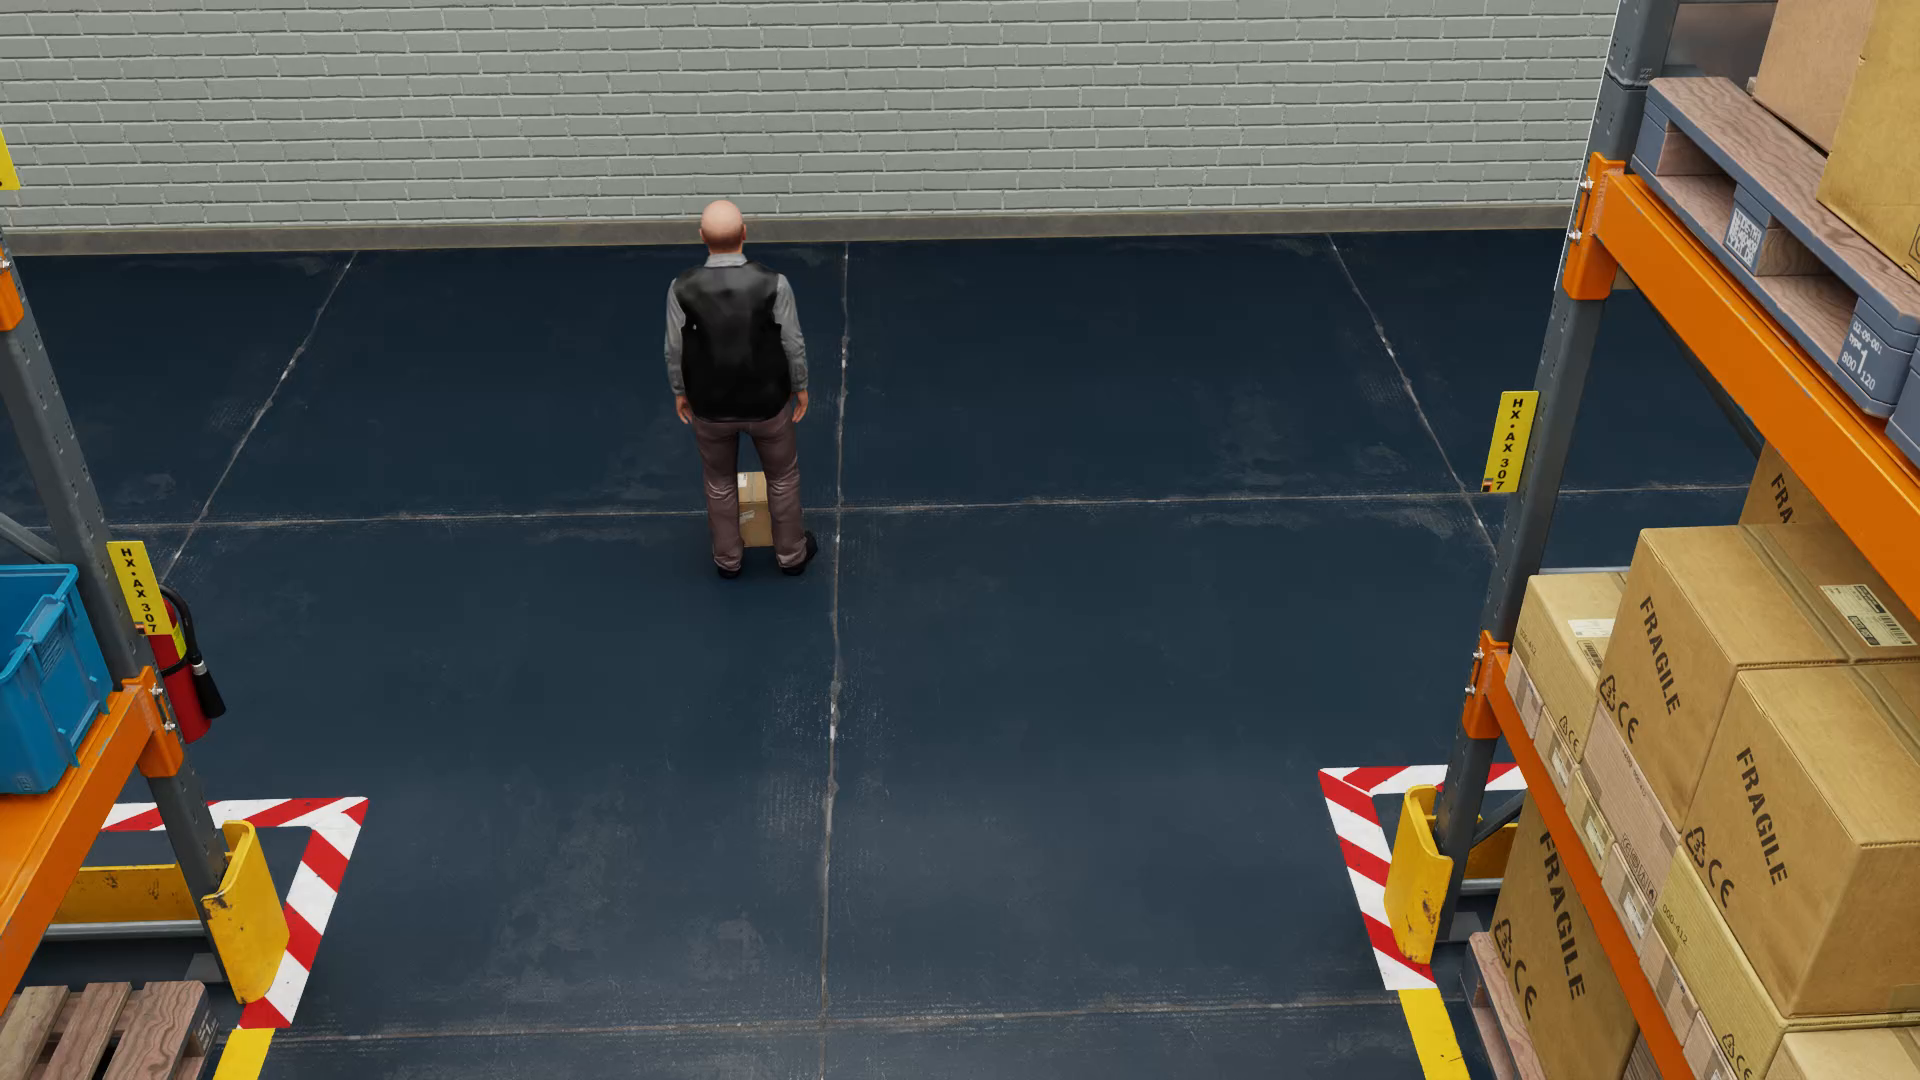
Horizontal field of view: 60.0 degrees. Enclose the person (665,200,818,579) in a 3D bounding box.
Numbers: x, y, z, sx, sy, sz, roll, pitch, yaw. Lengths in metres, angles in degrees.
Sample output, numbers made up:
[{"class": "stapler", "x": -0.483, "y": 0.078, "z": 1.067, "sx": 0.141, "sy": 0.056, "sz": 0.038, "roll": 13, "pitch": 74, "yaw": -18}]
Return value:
[{"class": "person", "x": -0.924, "y": -0.584, "z": 6.999, "sx": 0.580, "sy": 1.721, "sz": 0.414, "roll": -2, "pitch": 35, "yaw": -2}]
